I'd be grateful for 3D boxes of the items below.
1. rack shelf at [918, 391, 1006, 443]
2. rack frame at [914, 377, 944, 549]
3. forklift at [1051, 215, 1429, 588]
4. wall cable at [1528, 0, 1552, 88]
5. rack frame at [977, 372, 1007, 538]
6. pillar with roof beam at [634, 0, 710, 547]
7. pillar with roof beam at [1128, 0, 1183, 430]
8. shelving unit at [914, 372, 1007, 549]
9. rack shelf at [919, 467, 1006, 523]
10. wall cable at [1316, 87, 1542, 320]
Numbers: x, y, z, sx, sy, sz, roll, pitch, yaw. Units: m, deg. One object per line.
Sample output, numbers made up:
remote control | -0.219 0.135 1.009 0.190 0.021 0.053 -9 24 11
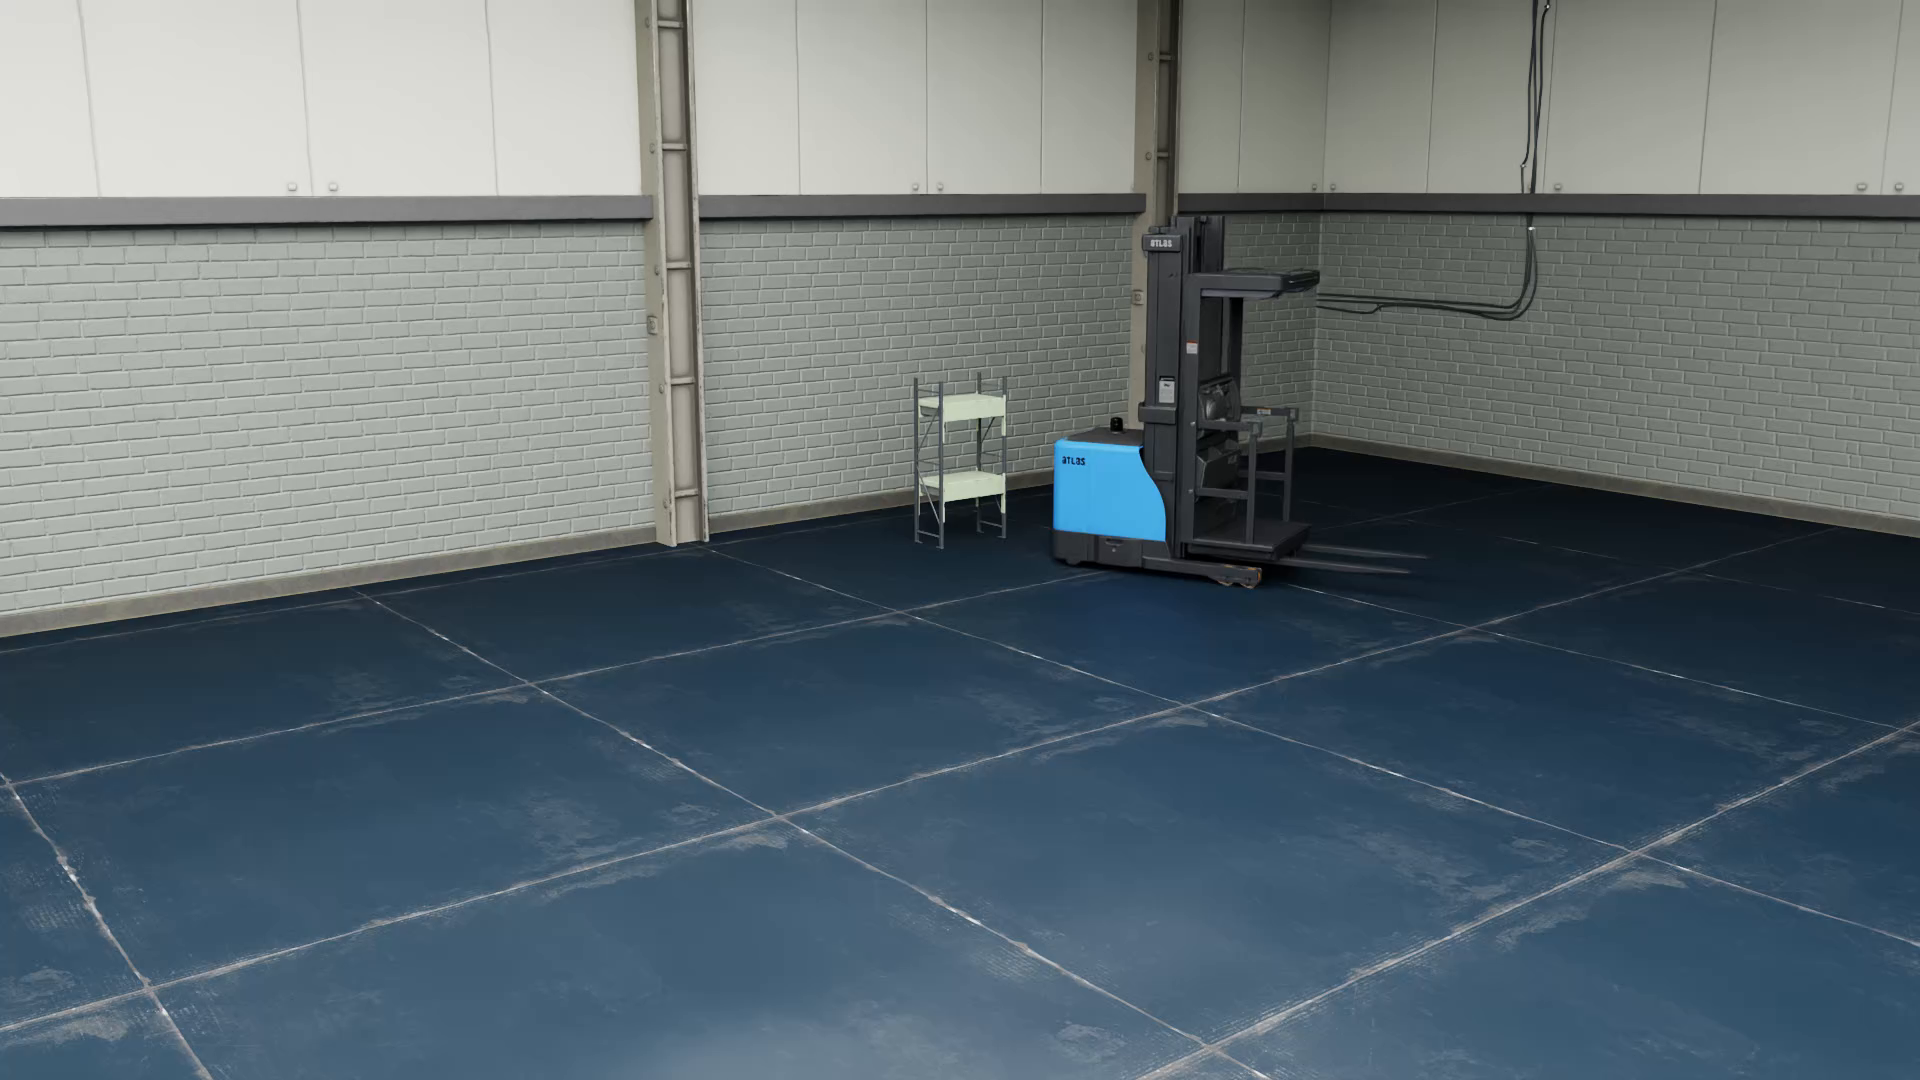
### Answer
rack shelf | 0.005 -1.116 15.017 0.720 0.370 0.431 -9 15 -38
rack frame | -0.281 -0.687 14.875 0.023 1.500 0.400 -9 15 -38
forklift | 2.329 -1.169 13.698 3.031 2.935 1.130 6 14 27
wall cable | 6.963 -5.852 16.460 0.112 2.526 3.097 -9 15 -38
rack frame | 0.291 -0.782 15.322 0.023 1.500 0.400 -9 15 -38
pillar with roof beam | 0.151 -3.694 10.984 0.400 9.000 9.100 -9 15 -38
pillar with roof beam | 4.836 -4.473 14.650 0.400 9.000 9.100 -9 15 -38
shelving unit | 0.005 -0.735 15.098 0.755 1.500 0.431 -9 15 -38
rack shelf | 0.005 -0.416 15.166 0.720 0.370 0.431 -9 15 -38
wall cable | 5.273 -3.820 19.051 0.112 2.526 3.097 -9 15 -38
